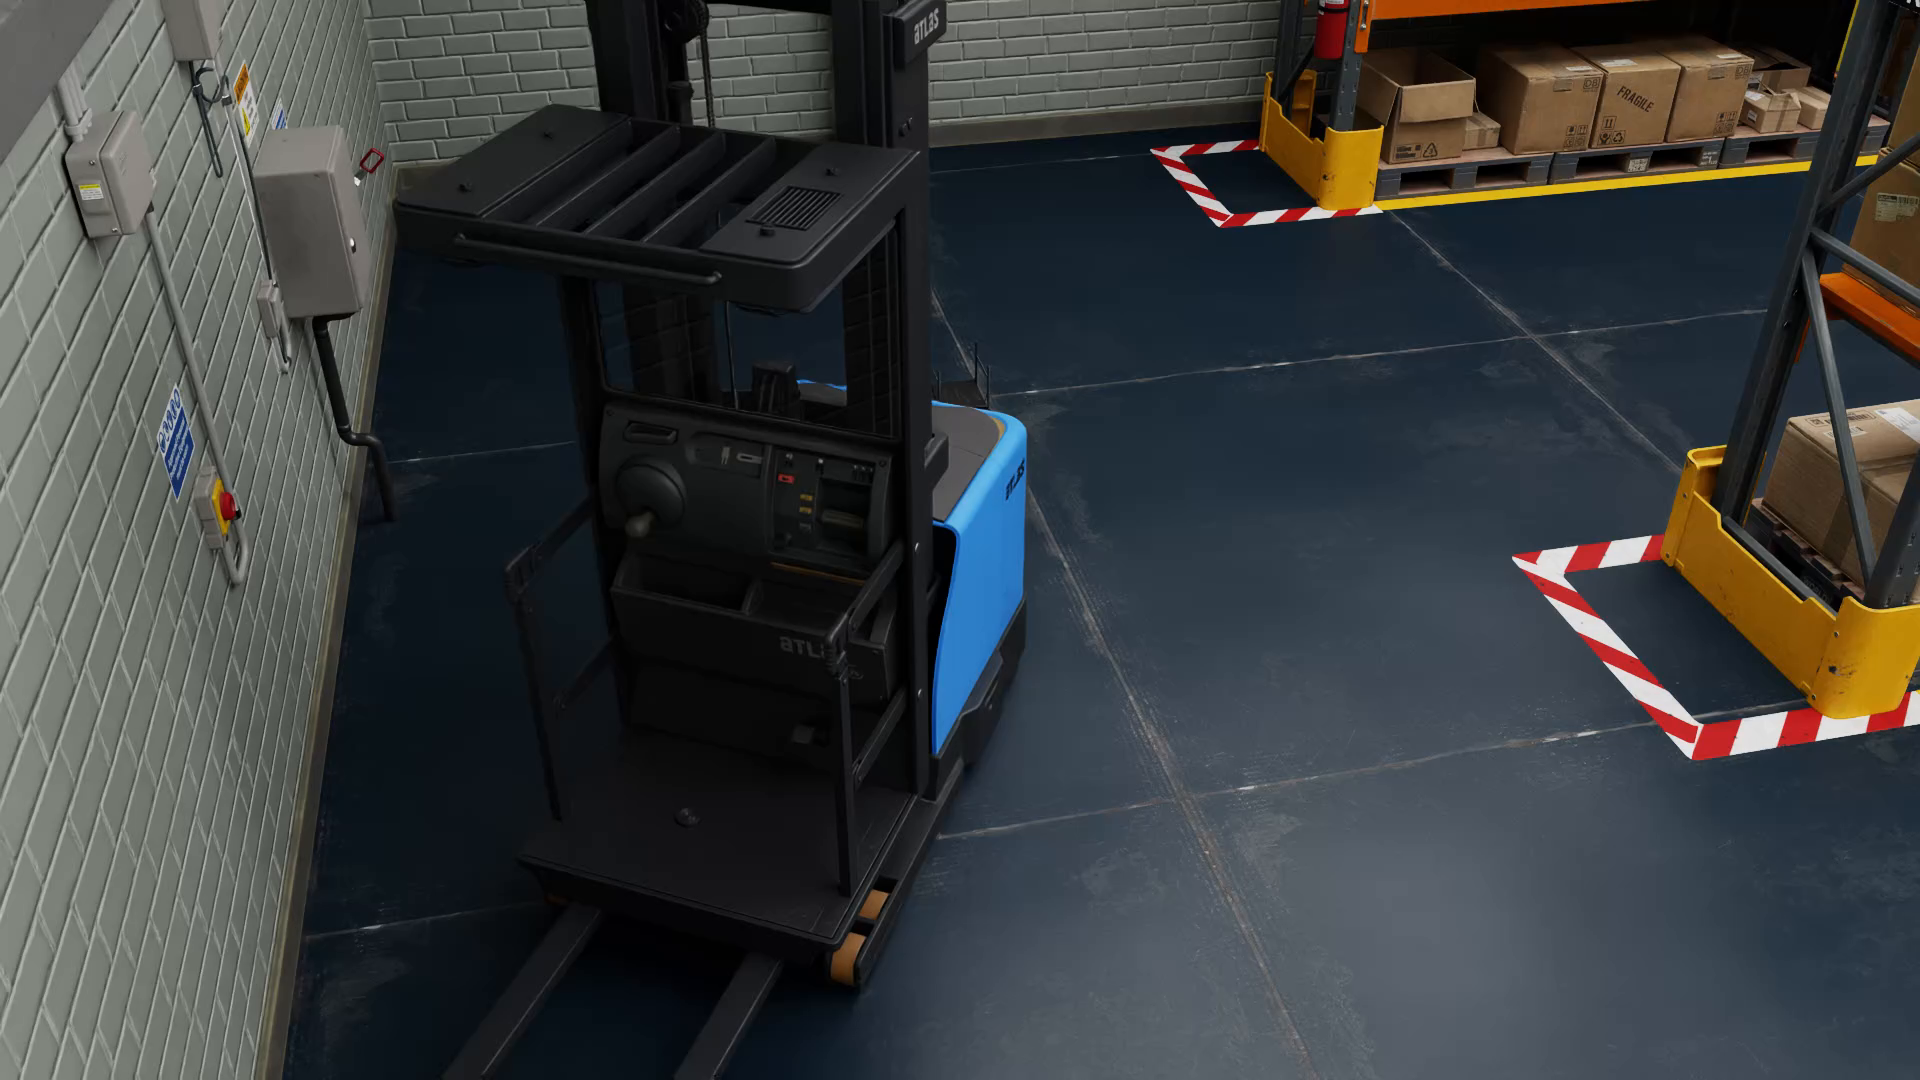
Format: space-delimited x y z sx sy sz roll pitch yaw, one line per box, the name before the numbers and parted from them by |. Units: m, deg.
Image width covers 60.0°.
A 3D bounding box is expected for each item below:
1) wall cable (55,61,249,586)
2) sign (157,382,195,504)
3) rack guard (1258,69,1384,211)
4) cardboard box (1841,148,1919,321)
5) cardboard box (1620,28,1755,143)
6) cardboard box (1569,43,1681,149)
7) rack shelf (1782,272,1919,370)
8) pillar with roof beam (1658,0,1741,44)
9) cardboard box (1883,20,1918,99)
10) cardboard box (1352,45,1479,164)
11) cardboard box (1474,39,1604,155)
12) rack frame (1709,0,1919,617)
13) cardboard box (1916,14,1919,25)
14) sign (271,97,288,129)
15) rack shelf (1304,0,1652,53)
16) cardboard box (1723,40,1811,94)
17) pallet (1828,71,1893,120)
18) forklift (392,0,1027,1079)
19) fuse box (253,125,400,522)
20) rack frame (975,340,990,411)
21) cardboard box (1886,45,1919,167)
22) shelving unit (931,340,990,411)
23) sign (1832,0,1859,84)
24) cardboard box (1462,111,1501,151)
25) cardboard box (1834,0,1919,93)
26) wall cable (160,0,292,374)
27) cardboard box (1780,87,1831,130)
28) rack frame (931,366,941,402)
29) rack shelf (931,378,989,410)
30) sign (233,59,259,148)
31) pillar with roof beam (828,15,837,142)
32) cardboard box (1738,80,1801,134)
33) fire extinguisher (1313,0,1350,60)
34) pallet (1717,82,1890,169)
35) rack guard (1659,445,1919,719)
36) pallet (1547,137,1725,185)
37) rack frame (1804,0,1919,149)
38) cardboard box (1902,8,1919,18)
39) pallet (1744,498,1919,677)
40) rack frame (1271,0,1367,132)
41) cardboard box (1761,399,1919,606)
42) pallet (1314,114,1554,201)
wall cable | -2.180 -0.635 4.565 0.123 1.953 0.585 -7 35 -11
sign | -2.229 -0.279 4.731 0.001 0.218 0.327 -7 35 -11
rack guard | 2.290 -2.575 10.638 0.348 0.500 1.175 -7 35 -11
cardboard box | 3.727 -1.151 6.183 0.500 0.500 0.500 -7 34 -10
cardboard box | 4.688 -2.975 10.858 0.500 0.500 0.700 -8 35 -12
cardboard box | 4.213 -2.858 10.684 0.500 0.500 0.500 -7 34 -10
rack shelf | 5.265 -0.853 6.475 4.000 0.370 1.077 -7 35 -11
pillar with roof beam | 6.189 -4.651 6.105 0.400 9.000 9.100 -7 35 -11
cardboard box | 6.639 -3.169 11.147 0.500 0.500 0.500 -6 34 -8
cardboard box | 2.833 -2.765 10.542 0.637 0.503 0.797 -9 35 -12
cardboard box | 3.676 -2.848 10.668 0.500 0.500 0.700 -6 34 -9
rack frame | 3.314 -0.906 5.908 0.127 3.000 1.000 -7 35 -11
cardboard box | 6.526 -3.400 10.910 0.250 0.149 0.380 -6 34 -8
sign | -2.812 -1.564 6.973 0.001 0.494 0.329 -7 35 -11
rack shelf | 4.167 -3.551 10.495 4.000 0.370 1.077 -7 35 -11
cardboard box | 5.421 -3.200 11.363 0.500 0.311 0.500 -6 34 -9
pallet | 6.902 -3.058 11.617 1.213 0.211 1.003 -7 35 -11
forklift | -0.713 -0.088 4.752 1.130 2.935 3.031 11 35 16
fuse box | -2.501 -0.825 6.944 0.414 1.711 0.539 -7 35 -11
rack frame | 0.091 -0.385 7.016 0.006 0.900 0.240 -7 35 -11
cardboard box | 3.732 -1.552 5.883 0.500 0.500 0.500 -6 34 -9
shelving unit | -0.008 -0.373 6.998 0.210 0.900 0.258 -7 35 -11
sign | 3.208 -1.782 5.962 0.005 0.325 0.100 -7 35 -11
cardboard box | 3.256 -2.649 10.687 0.250 0.149 0.380 -9 35 -12
cardboard box | 6.531 -3.453 11.570 0.500 0.500 0.500 -7 35 -11
wall cable | -2.504 -1.392 5.720 0.122 1.984 0.588 -7 35 -11
cardboard box | 5.639 -2.858 10.998 0.250 0.149 0.380 -8 35 -12
rack frame | -0.107 -0.360 6.979 0.006 0.900 0.240 -7 35 -11
rack shelf | -0.008 -0.569 6.866 0.200 0.077 0.258 -7 35 -11
sign | -2.691 -1.647 6.272 0.001 0.242 0.339 -7 35 -11
pillar with roof beam | 0.337 -3.913 5.006 0.400 9.000 9.100 -7 35 -11
cardboard box | 5.290 -2.862 10.900 0.258 0.266 0.396 -6 34 -9
fire extinguisher | 2.174 -3.147 9.652 0.183 0.674 0.296 -7 35 -11
pallet | 5.447 -2.853 11.313 1.213 0.211 1.003 -7 35 -11
rack guard | 3.291 0.135 6.601 0.348 0.500 1.175 -7 35 -11
pallet | 4.255 -2.701 11.086 1.213 0.211 1.003 -7 35 -11
rack frame | 6.117 -4.095 10.661 0.127 3.000 1.000 -7 35 -11
cardboard box | 6.413 -3.703 11.360 0.250 0.149 0.380 -9 35 -12
pallet | 4.077 0.111 6.895 1.213 0.211 1.003 -7 35 -11
rack frame | 2.216 -3.603 9.928 0.127 3.000 1.000 -7 35 -11
cardboard box | 3.936 -0.152 6.707 0.875 0.438 0.875 -8 35 -12
pallet | 3.067 -2.553 10.866 1.213 0.211 1.003 -7 35 -11
